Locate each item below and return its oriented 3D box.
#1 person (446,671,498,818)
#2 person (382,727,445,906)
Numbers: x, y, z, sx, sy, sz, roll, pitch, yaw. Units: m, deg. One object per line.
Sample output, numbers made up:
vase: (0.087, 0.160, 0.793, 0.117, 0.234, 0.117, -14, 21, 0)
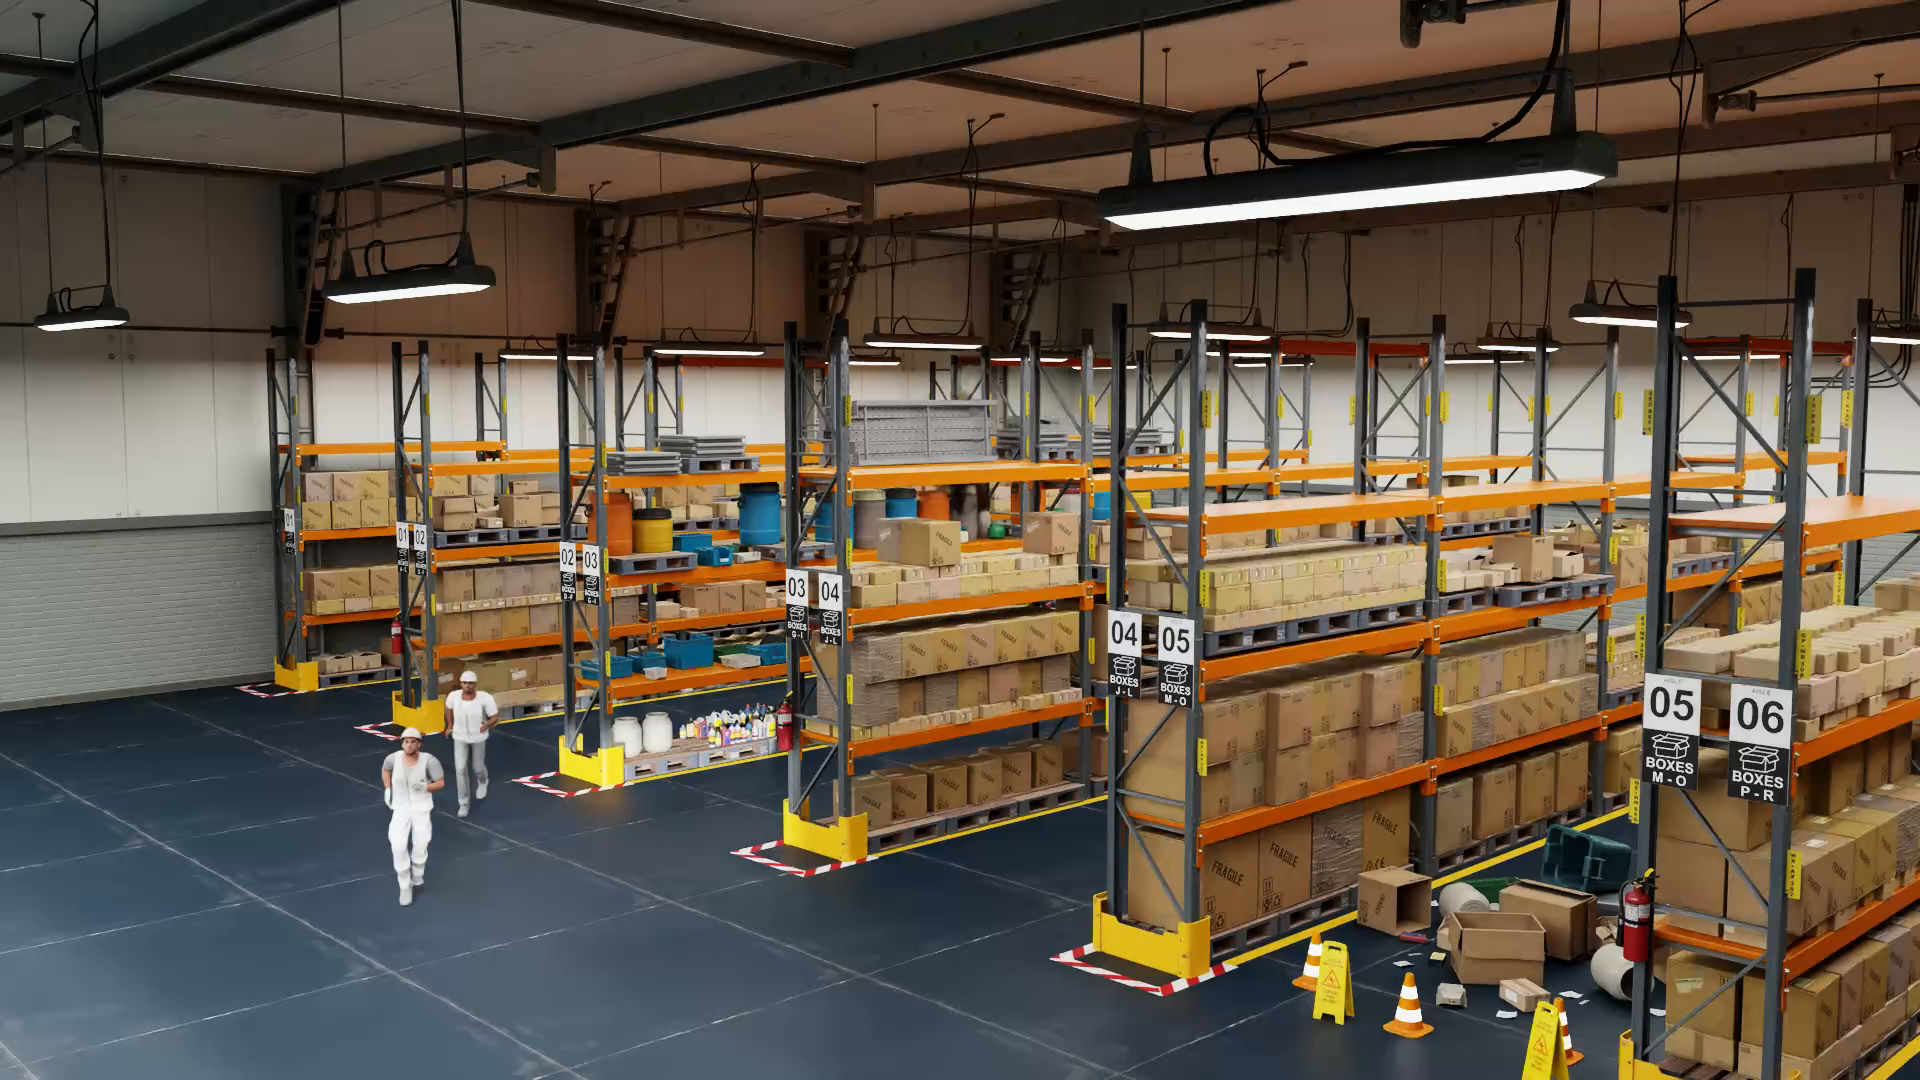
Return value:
person: (-6.092, 2.489, 20.757, 0.662, 1.760, 0.958, -1, 5, -8)
person: (-5.618, 2.814, 17.110, 0.634, 1.830, 0.821, -1, 5, -13)
